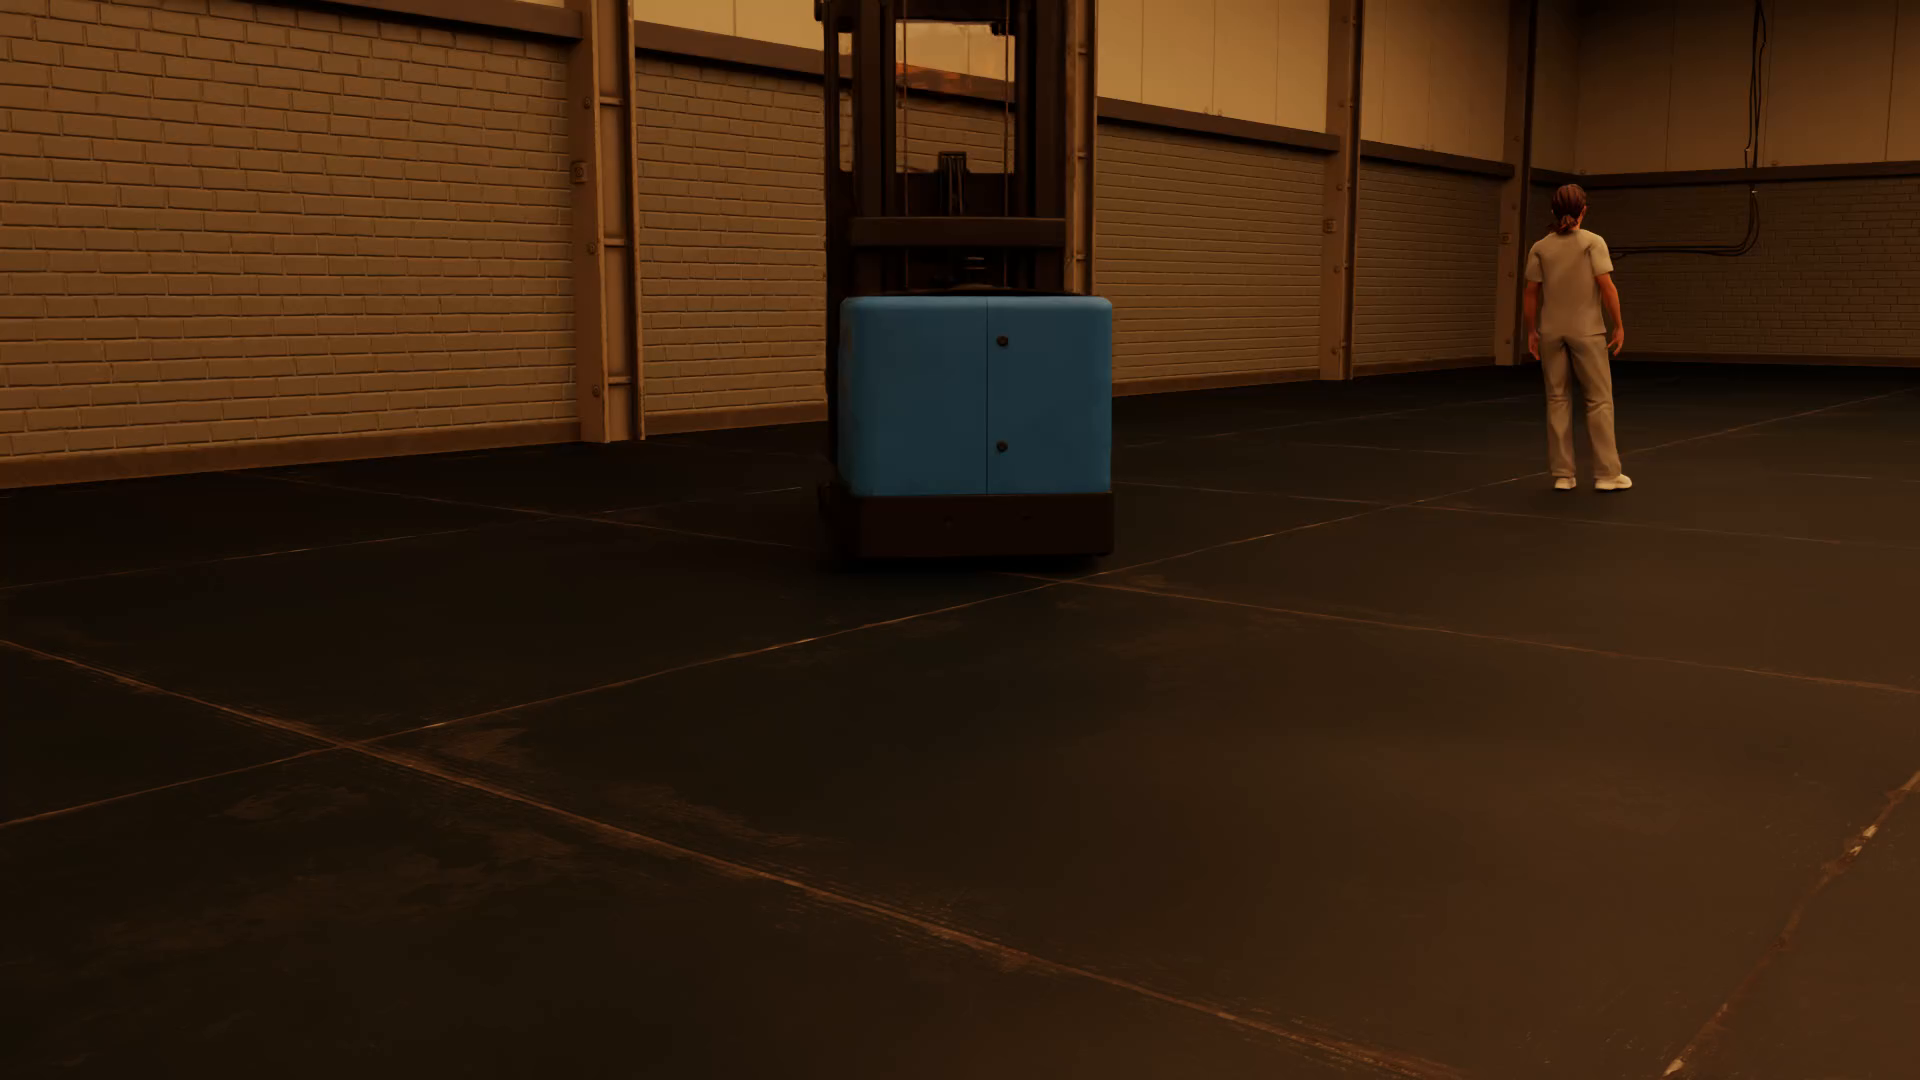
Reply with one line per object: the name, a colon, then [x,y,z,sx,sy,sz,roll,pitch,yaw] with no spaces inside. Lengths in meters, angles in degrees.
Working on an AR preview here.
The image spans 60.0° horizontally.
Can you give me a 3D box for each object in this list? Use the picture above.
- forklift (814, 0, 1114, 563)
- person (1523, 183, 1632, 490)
forklift: [-0.102,-1.533,7.761,1.130,2.935,3.031,-1,8,-8]
person: [3.420,-1.118,9.217,0.545,1.676,0.546,7,11,39]
